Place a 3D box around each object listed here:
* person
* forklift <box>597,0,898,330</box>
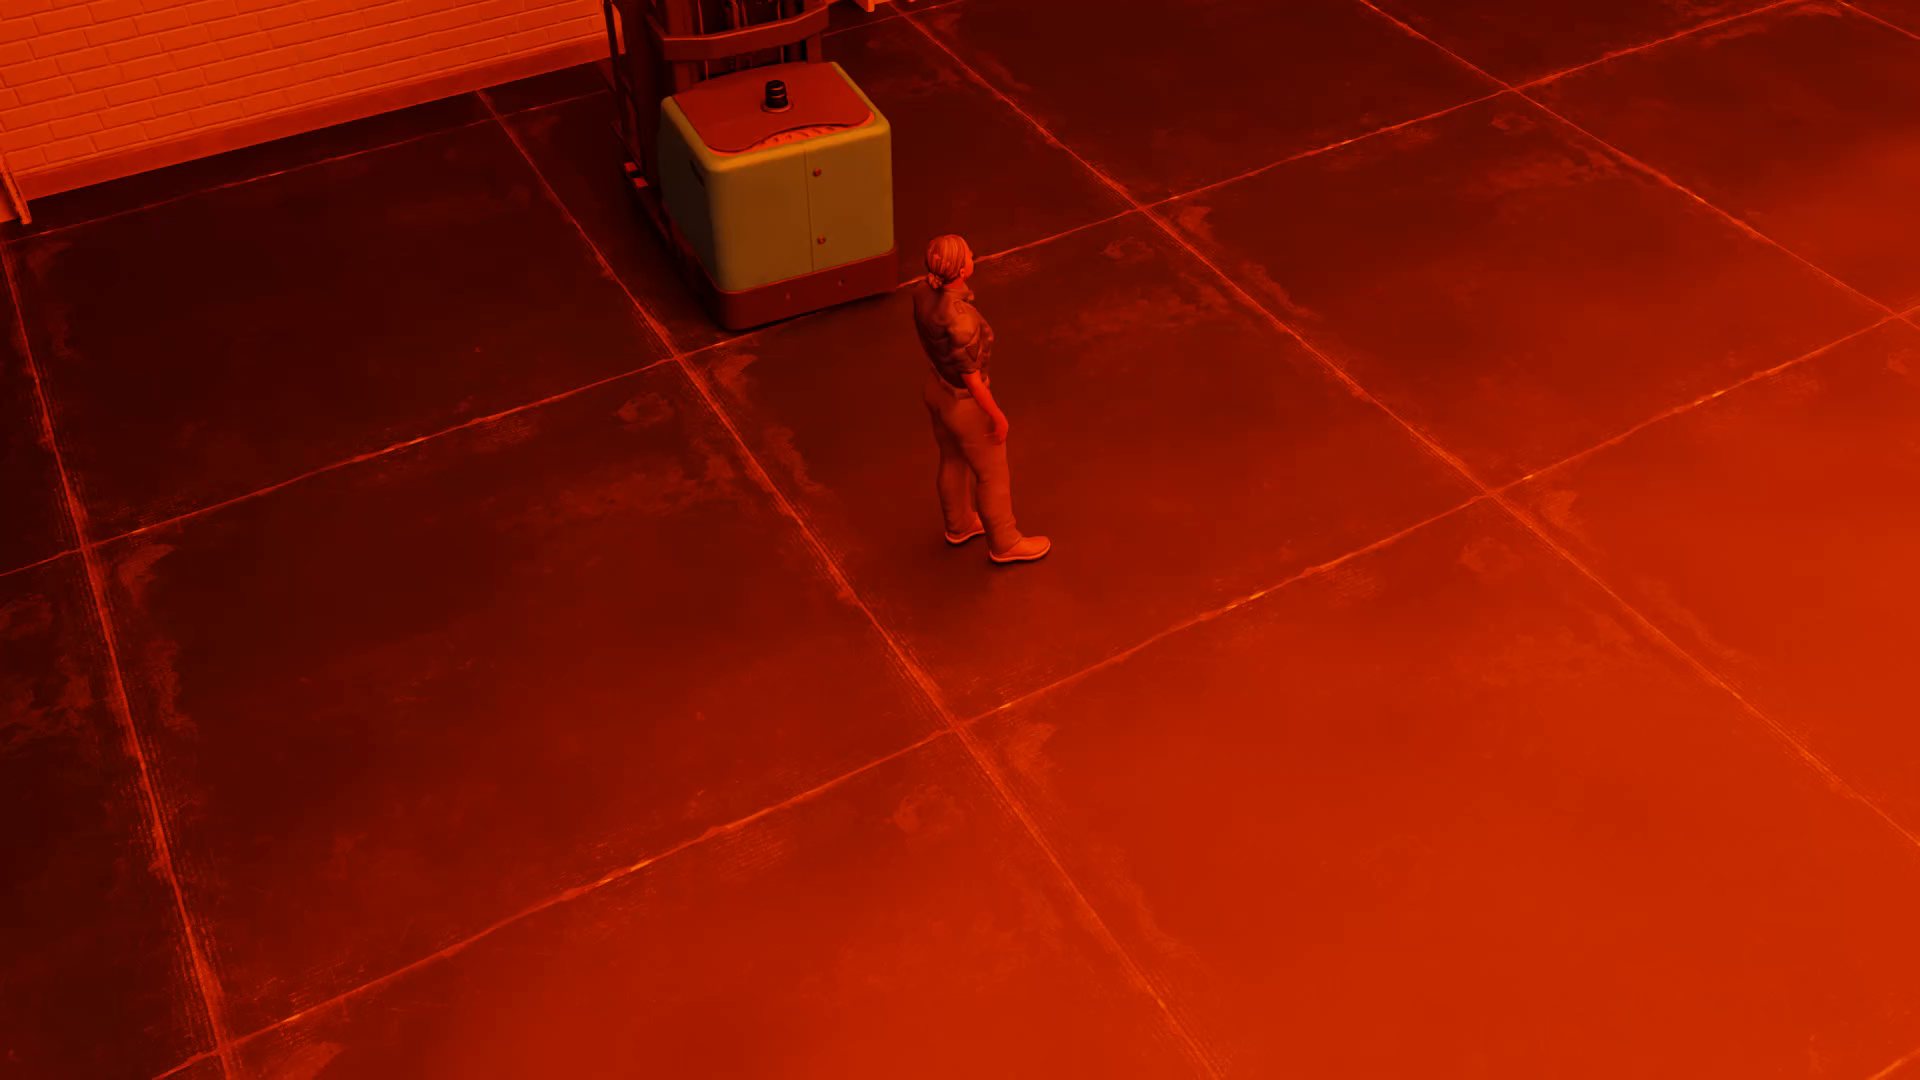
[{"bbox_3d":[0.086,-0.630,7.306,0.503,1.656,0.570,-21,47,-21],"label":"person"},{"bbox_3d":[-1.428,-3.213,9.163,1.130,2.935,3.031,-18,46,-18],"label":"forklift"}]
